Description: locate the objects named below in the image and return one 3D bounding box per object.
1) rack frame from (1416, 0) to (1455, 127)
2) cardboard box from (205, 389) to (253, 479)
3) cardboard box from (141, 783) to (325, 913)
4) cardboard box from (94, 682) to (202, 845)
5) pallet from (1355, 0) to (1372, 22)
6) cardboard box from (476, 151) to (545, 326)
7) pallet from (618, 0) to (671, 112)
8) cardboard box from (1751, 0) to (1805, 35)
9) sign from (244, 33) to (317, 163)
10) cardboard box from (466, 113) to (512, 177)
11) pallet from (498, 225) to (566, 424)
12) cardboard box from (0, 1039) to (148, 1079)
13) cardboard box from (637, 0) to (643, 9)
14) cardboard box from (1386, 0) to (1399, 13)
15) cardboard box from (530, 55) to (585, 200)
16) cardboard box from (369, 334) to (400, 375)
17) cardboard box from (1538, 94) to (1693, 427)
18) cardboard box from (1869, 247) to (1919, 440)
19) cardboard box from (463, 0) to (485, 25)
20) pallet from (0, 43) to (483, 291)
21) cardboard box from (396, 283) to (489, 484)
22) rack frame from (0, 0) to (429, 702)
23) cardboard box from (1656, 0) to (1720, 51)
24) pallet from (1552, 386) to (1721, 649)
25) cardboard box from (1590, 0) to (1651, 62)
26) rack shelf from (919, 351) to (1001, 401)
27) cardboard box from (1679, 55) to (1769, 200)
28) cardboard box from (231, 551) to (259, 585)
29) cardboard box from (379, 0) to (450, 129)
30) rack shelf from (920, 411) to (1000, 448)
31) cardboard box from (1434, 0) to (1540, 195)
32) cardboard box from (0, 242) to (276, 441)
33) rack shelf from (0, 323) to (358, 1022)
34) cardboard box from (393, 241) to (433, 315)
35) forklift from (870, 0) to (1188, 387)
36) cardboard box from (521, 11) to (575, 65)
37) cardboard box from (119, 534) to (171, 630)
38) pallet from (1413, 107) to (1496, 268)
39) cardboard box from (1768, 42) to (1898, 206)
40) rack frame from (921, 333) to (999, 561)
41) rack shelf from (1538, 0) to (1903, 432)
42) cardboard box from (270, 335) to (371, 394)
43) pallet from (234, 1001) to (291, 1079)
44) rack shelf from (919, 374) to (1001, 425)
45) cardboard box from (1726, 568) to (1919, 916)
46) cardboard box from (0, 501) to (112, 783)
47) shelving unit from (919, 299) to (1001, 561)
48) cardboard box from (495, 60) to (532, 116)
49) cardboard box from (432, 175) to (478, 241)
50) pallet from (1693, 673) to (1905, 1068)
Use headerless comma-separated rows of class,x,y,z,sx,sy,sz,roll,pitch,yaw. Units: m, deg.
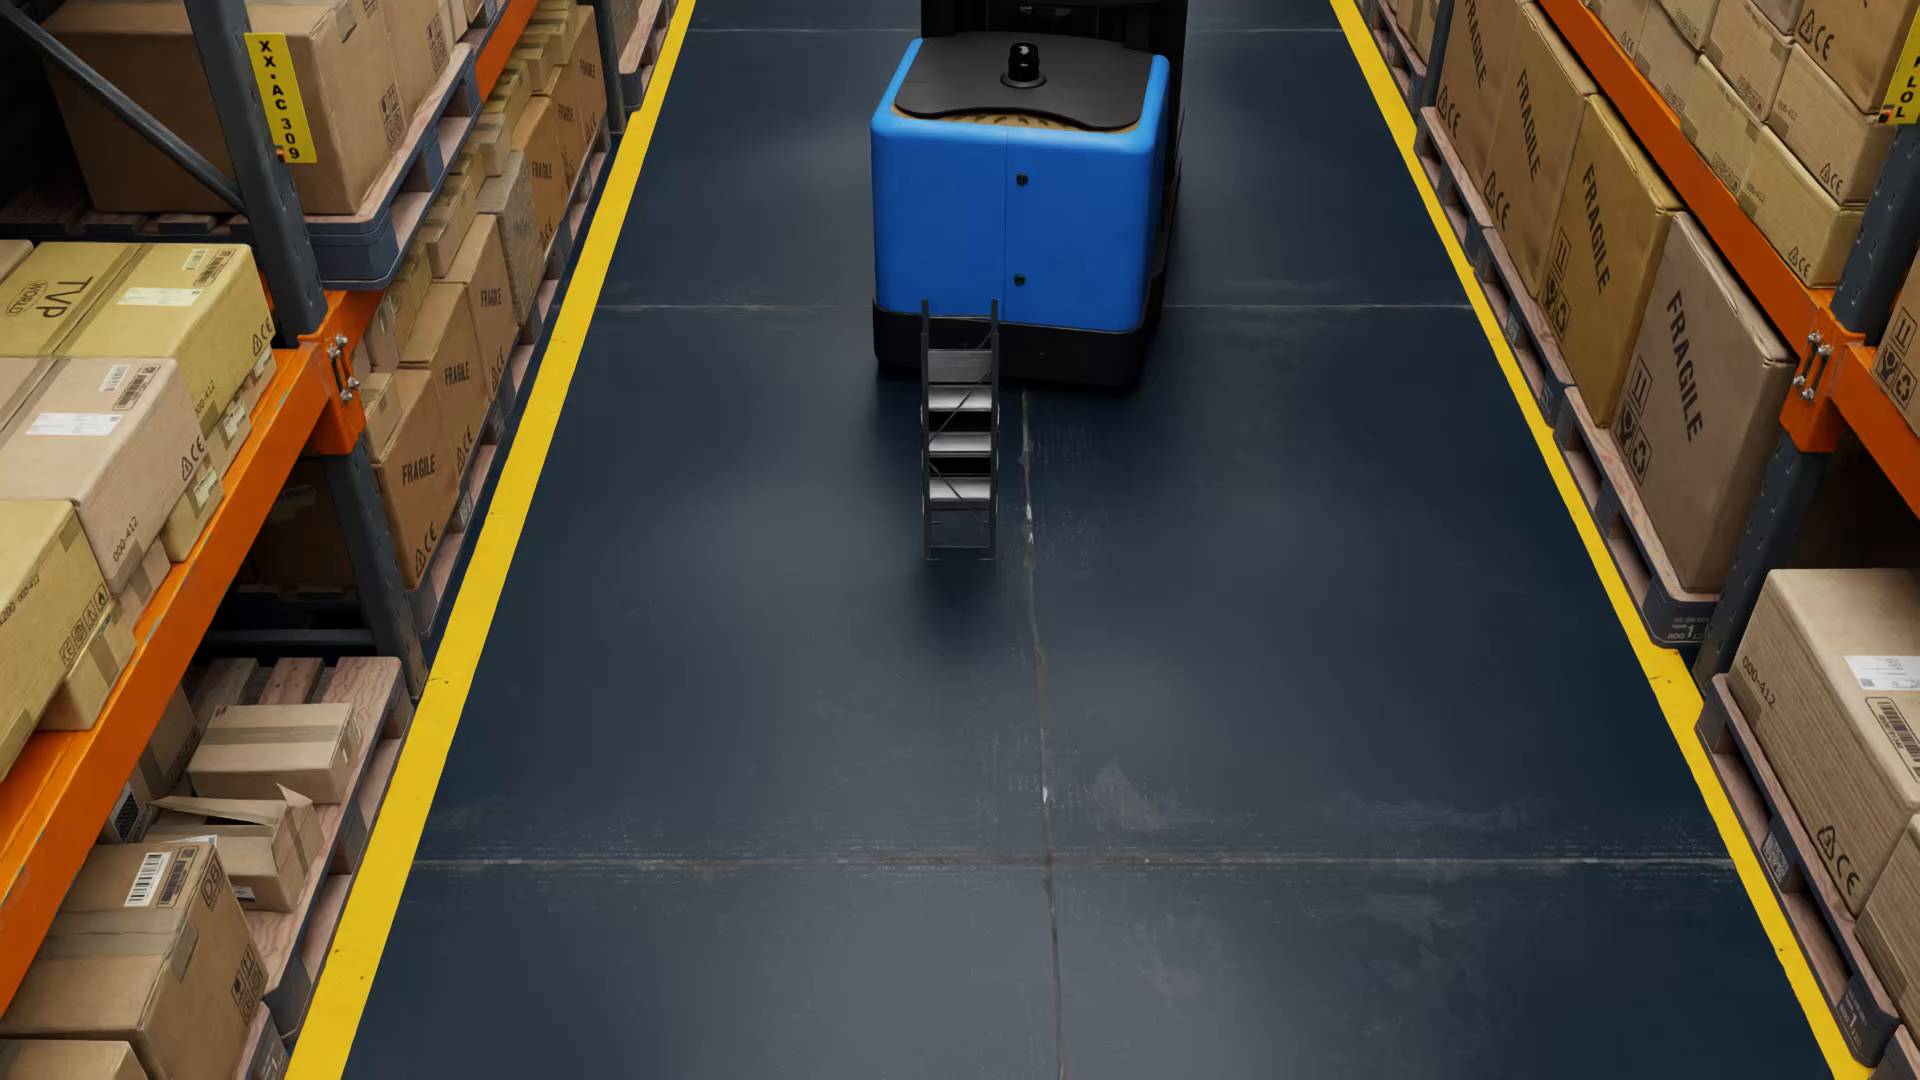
rack frame,2.792,-3.217,7.365,1.000,3.000,0.127,0,39,0
cardboard box,-1.892,-0.249,3.863,0.380,0.149,0.250,1,39,1
cardboard box,-1.872,0.765,4.247,0.396,0.266,0.258,1,39,2
cardboard box,-2.402,0.589,4.430,0.500,0.311,0.500,1,39,2
pallet,2.794,-3.378,9.797,1.003,0.211,1.213,0,39,0
cardboard box,-1.943,-1.170,6.474,0.500,0.500,0.500,-1,39,-2
pallet,-2.133,-2.637,8.872,1.003,0.211,1.213,0,39,0
cardboard box,2.537,-1.747,4.652,0.500,0.500,0.500,1,39,1
sign,-1.624,-1.052,3.972,0.100,0.325,0.005,0,39,0
cardboard box,-1.944,-1.514,6.385,0.380,0.149,0.250,-2,39,-2
pallet,-2.210,-0.895,6.698,1.003,0.211,1.213,0,39,0
cardboard box,-1.931,1.356,3.322,0.500,0.500,0.500,1,39,1
cardboard box,-2.167,-3.247,8.966,0.875,0.625,0.625,1,39,1
cardboard box,2.793,-3.170,9.072,0.950,0.372,0.625,-1,39,-1
cardboard box,-1.966,-1.822,7.288,0.500,0.500,0.500,-1,39,-1
cardboard box,-1.979,-0.548,5.180,0.380,0.149,0.250,-1,39,-1
cardboard box,2.708,-1.002,5.965,0.875,0.875,0.875,1,39,1
cardboard box,2.536,-0.461,3.846,0.500,0.500,0.500,1,39,1
cardboard box,-1.945,-2.029,5.468,0.700,0.500,0.500,0,39,0
pallet,-2.058,-1.134,4.920,1.003,0.211,1.213,0,39,0
cardboard box,-1.953,-0.533,5.680,0.500,0.500,0.500,-1,39,-1
rack frame,-2.167,-0.709,4.236,1.000,3.000,0.127,0,39,0
cardboard box,2.539,-1.764,5.272,0.500,0.250,0.500,1,39,1
pallet,2.721,-0.109,5.718,1.003,0.211,1.213,0,39,0
cardboard box,2.559,-1.894,5.835,0.500,0.250,0.500,0,39,0
rack shelf,0.000,-0.531,5.314,0.258,0.077,0.200,0,39,0
cardboard box,2.545,-1.255,5.038,0.500,0.250,0.500,-1,39,-1
cardboard box,-2.463,-0.204,5.270,0.500,0.500,0.500,0,39,0
cardboard box,-1.944,-1.539,4.856,0.700,0.500,0.500,0,39,0
rack shelf,0.000,-0.390,5.427,0.258,0.077,0.200,0,39,0
cardboard box,2.710,-2.119,7.359,0.875,0.875,0.875,0,39,0
cardboard box,-1.922,-0.448,3.793,0.500,0.250,0.500,1,39,1
rack shelf,-2.164,0.822,2.901,1.077,0.370,4.000,0,39,0
cardboard box,-2.004,-0.880,5.594,0.380,0.149,0.250,-1,39,-1
forklift,0.426,-2.652,6.715,1.130,2.935,3.031,6,39,8
cardboard box,-1.886,-2.173,7.207,0.380,0.149,0.250,-2,39,-2
cardboard box,-1.894,0.077,3.456,0.380,0.149,0.250,1,39,1
pallet,2.718,-1.635,7.622,1.003,0.211,1.213,0,39,0
cardboard box,2.553,-1.127,4.478,0.500,0.250,0.500,0,39,0
rack frame,0.000,-0.282,5.383,0.240,0.900,0.006,0,39,0
rack shelf,2.795,-1.685,6.029,1.077,0.370,4.000,0,39,0
cardboard box,-1.962,-0.491,4.871,0.380,0.149,0.250,-1,39,-1
pallet,-2.163,1.573,3.618,1.003,0.211,1.213,0,39,0
rack shelf,0.000,-0.461,5.371,0.258,0.077,0.200,0,39,0
cardboard box,2.690,0.514,4.424,0.875,0.438,0.875,-1,39,-1
cardboard box,-1.919,0.177,3.013,0.500,0.250,0.500,0,39,0
shelving unit,0.000,-0.346,5.462,0.258,0.900,0.210,0,39,0
cardboard box,-1.975,-1.843,6.796,0.380,0.149,0.250,1,39,1
cardboard box,-1.965,-1.192,5.983,0.380,0.149,0.250,1,39,2
pallet,2.720,0.849,4.522,1.003,0.211,1.213,0,39,0
